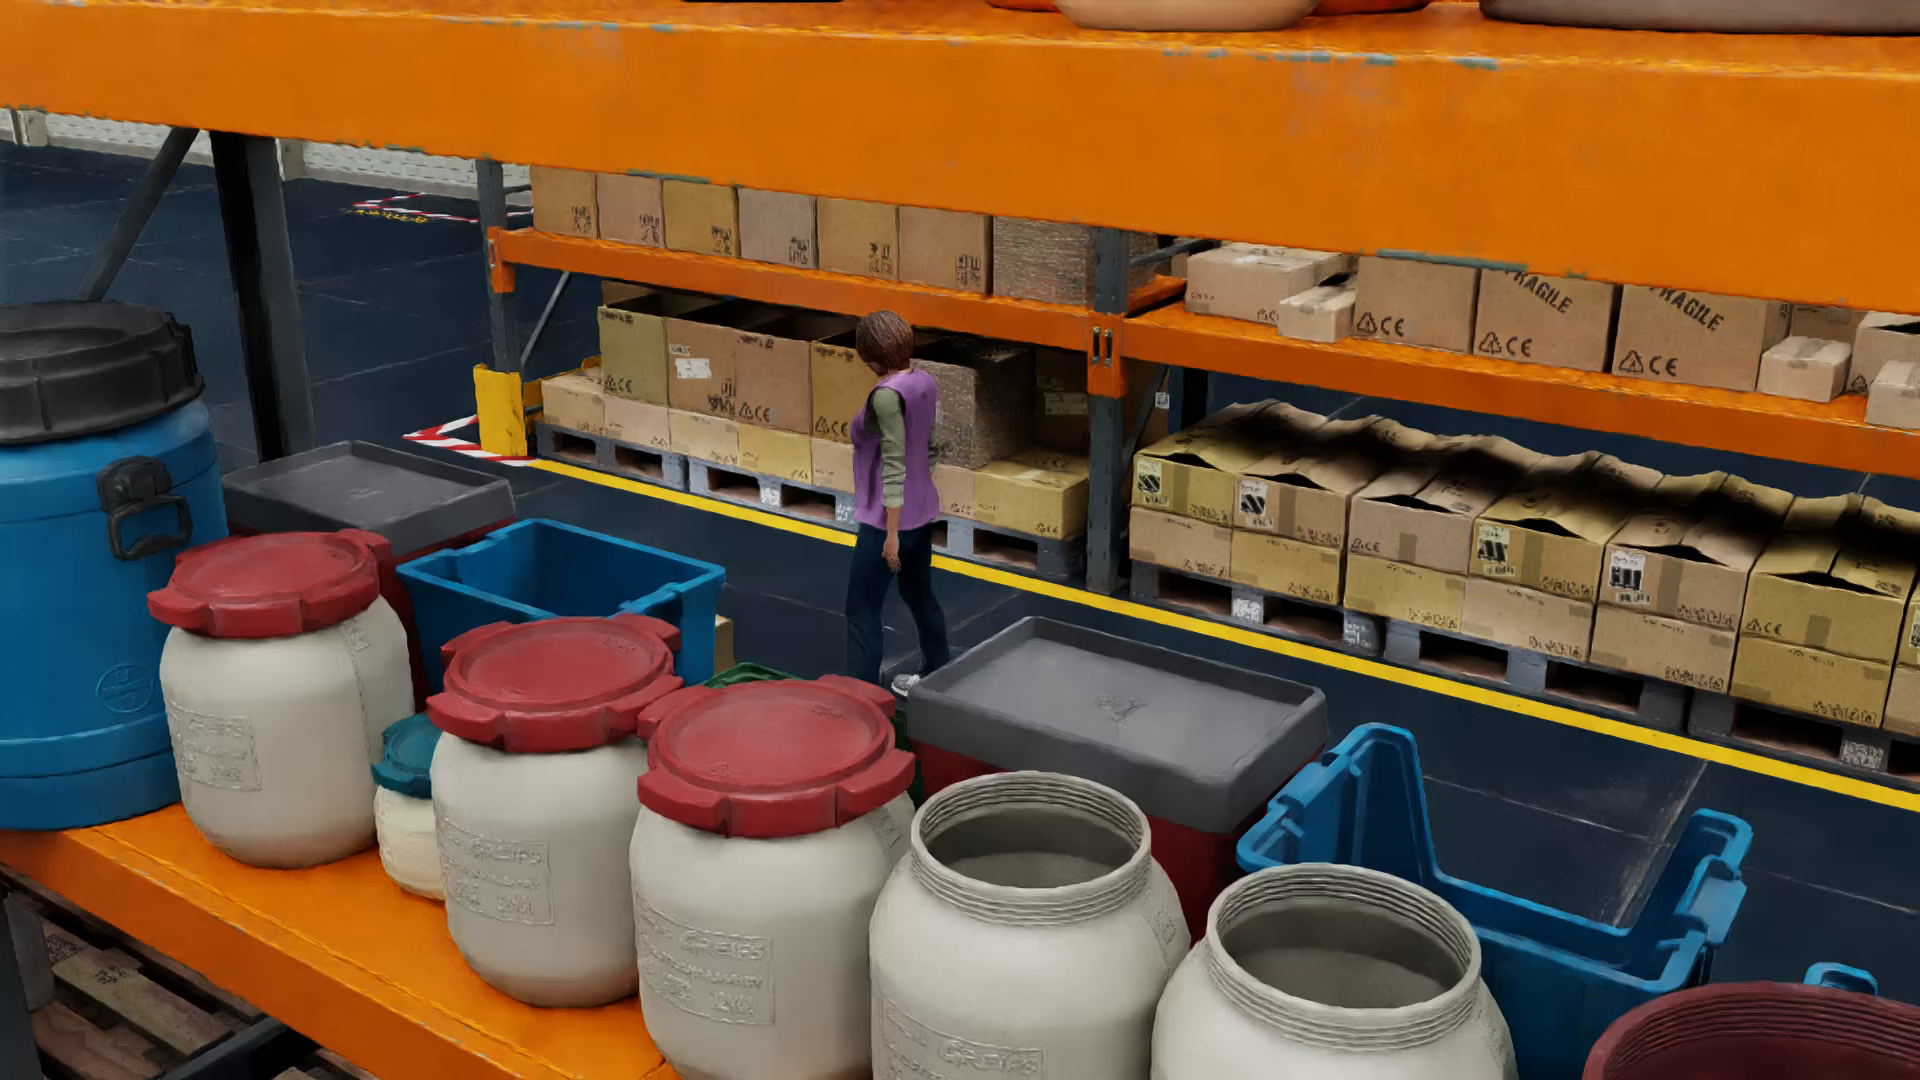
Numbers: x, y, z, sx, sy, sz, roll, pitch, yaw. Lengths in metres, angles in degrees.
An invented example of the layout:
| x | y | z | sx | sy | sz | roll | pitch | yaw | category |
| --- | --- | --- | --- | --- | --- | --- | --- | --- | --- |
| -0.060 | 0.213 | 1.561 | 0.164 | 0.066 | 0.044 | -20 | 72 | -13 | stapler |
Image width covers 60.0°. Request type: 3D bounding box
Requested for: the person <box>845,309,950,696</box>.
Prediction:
| x | y | z | sx | sy | sz | roll | pitch | yaw | category |
| --- | --- | --- | --- | --- | --- | --- | --- | --- | --- |
| -0.307 | -0.053 | 6.185 | 0.448 | 1.591 | 0.623 | 8 | 22 | 20 | person |
